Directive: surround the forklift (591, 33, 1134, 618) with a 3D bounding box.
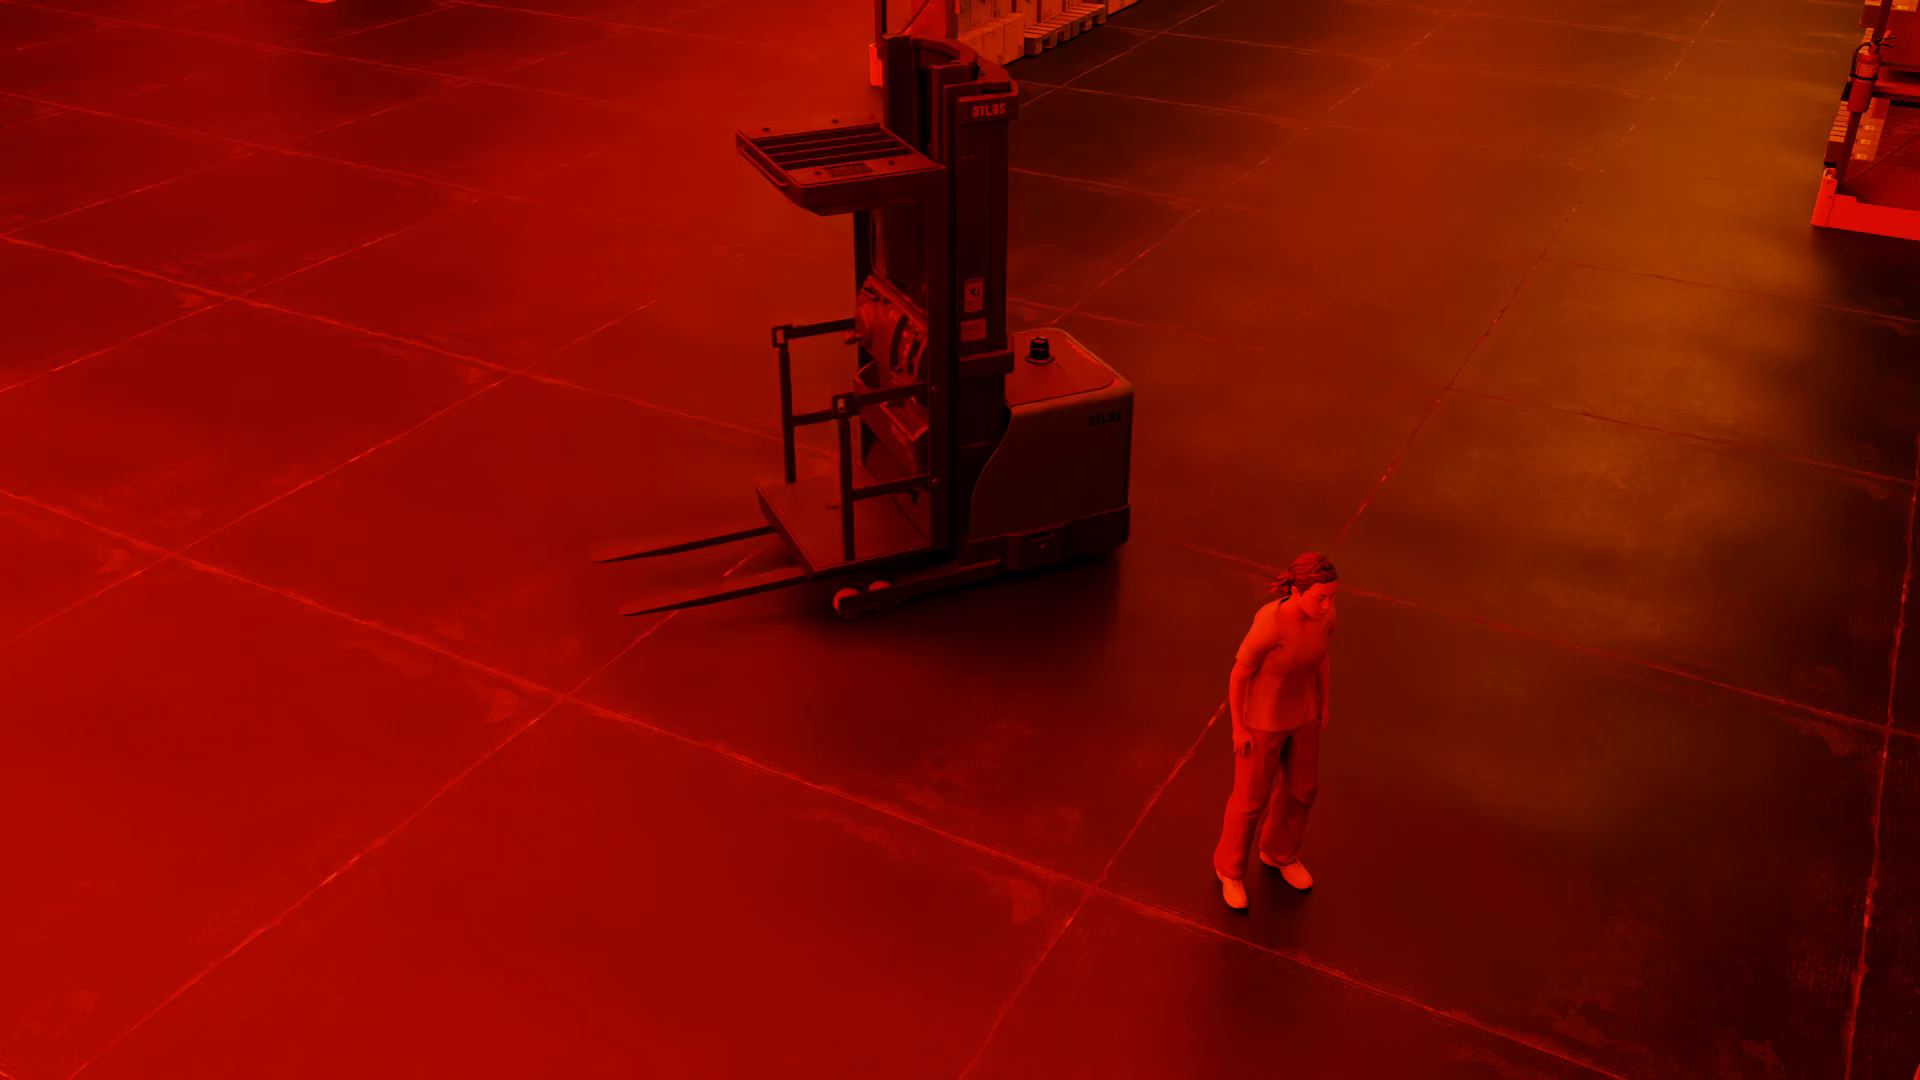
[{"bbox_3d":[-0.564,-1.134,9.036,3.031,2.935,1.130,-12,32,-20],"label":"forklift"}]

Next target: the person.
[{"bbox_3d":[1.355,0.770,6.997,0.516,1.671,0.365,-14,33,-22],"label":"person"}]
